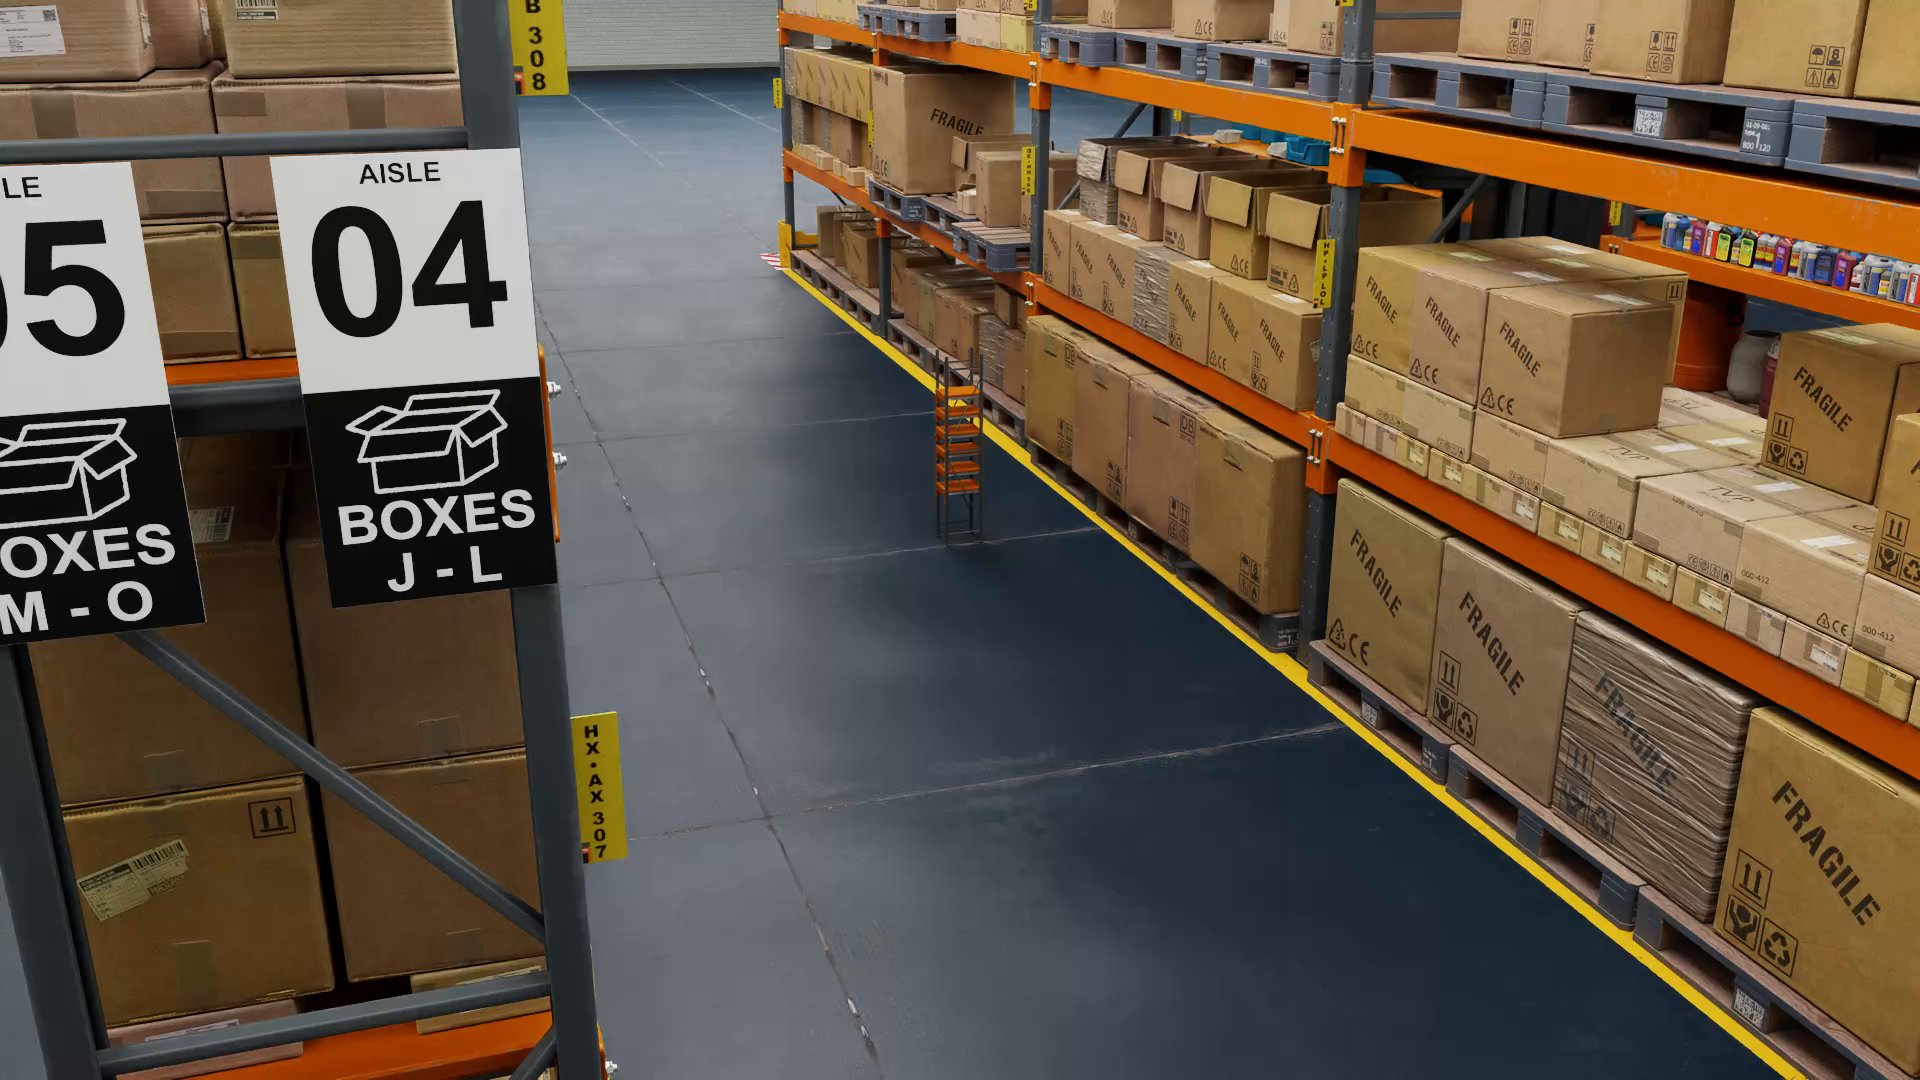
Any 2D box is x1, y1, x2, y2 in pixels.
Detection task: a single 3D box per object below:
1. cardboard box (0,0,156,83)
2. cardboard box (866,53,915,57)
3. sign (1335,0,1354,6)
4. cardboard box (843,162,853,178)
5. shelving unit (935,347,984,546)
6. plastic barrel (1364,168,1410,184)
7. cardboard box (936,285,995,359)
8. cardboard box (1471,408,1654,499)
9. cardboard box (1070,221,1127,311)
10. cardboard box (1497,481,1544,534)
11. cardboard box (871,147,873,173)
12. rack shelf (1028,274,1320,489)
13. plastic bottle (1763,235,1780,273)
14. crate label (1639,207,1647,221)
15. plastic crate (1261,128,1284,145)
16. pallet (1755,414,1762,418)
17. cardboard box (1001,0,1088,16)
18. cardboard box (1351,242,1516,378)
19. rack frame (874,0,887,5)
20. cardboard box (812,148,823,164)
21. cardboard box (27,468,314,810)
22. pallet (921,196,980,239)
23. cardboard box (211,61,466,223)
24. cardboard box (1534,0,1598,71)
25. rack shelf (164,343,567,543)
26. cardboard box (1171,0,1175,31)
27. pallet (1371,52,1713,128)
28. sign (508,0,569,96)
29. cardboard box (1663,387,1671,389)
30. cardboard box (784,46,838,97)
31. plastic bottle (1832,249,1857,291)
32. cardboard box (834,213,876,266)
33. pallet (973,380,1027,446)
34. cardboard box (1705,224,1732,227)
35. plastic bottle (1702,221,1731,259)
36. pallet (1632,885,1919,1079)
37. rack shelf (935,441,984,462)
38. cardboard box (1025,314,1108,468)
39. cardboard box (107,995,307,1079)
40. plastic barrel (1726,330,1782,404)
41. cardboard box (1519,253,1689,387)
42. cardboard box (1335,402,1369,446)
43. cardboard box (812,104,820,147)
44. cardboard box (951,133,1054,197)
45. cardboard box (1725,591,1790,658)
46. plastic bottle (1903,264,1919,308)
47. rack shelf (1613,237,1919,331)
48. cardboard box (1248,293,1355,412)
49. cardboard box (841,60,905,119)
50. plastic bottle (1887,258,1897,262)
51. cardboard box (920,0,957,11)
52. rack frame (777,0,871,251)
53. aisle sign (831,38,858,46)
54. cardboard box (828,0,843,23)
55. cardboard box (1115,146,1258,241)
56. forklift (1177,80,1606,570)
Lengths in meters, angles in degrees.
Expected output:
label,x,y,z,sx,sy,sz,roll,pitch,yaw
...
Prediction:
label,x,y,z,sx,sy,sz,roll,pitch,yaw
cardboard box,-1.622,-0.877,2.877,0.380,0.149,0.250,-7,21,-18
cardboard box,-0.653,-4.693,16.977,0.500,0.500,0.500,-6,21,-17
sign,1.732,-2.559,7.435,0.100,0.325,0.005,-6,21,-17
cardboard box,-0.963,-3.709,16.678,0.380,0.149,0.250,-6,21,-17
shelving unit,-0.005,-0.569,10.227,0.258,1.200,0.189,-6,21,-17
plastic barrel,4.266,-3.989,16.344,0.600,0.901,0.708,-6,21,-17
cardboard box,0.211,-1.880,14.261,0.700,0.500,0.500,-8,21,-22
cardboard box,2.463,-0.381,6.822,0.500,0.250,0.500,-6,21,-16
cardboard box,1.046,-1.797,10.833,0.500,0.500,0.500,-7,21,-19
cardboard box,2.429,-0.152,6.773,0.380,0.149,0.250,-6,21,-17
cardboard box,-0.353,-3.721,15.752,0.875,0.500,0.500,-6,21,-17
rack shelf,1.616,-1.119,10.160,1.077,0.370,4.000,-6,21,-17
plastic bottle,5.819,-2.056,11.892,0.097,0.271,0.097,0,20,0
crate label,5.633,-2.990,14.252,0.502,0.435,0.616,-6,21,-17
plastic crate,3.815,-4.785,19.522,0.499,0.251,0.408,-6,21,-17
pallet,6.356,-0.674,11.981,1.003,0.211,1.213,-6,21,-17
cardboard box,0.600,-3.920,11.569,0.500,0.500,0.500,-6,21,-16
cardboard box,2.152,-1.058,7.596,0.500,0.500,0.500,-6,21,-17
rack frame,-0.270,-6.207,14.385,1.000,3.000,0.127,-6,21,-17
cardboard box,-1.369,-4.109,17.790,0.380,0.149,0.250,-6,21,-17
cardboard box,-1.619,0.184,3.400,0.500,0.500,0.500,-7,21,-18
pallet,0.326,-2.640,13.614,1.003,0.211,1.213,-6,21,-17
cardboard box,-1.133,-0.786,3.213,0.500,0.250,0.500,-6,21,-16
cardboard box,2.712,-2.102,6.476,0.700,0.500,0.500,-5,20,-14
rack shelf,-1.867,-0.753,4.702,1.077,0.370,4.000,-6,21,-17
cardboard box,1.602,-3.300,9.961,0.500,0.500,0.500,-5,20,-14
pallet,2.491,-1.922,7.025,1.003,0.211,1.213,-6,21,-17
sign,-0.724,-0.919,2.807,0.100,0.325,0.005,-6,21,-17
cardboard box,2.797,-0.606,7.448,0.500,0.250,0.500,-6,21,-16
cardboard box,-1.613,-5.119,18.164,0.500,0.500,0.500,-6,21,-17
plastic bottle,6.011,-1.846,11.290,0.061,0.283,0.133,-6,21,-17
cardboard box,-1.127,-3.298,18.237,0.500,0.500,0.500,-1,20,-3
pallet,0.743,-1.038,12.995,1.003,0.211,1.213,-6,21,-17
cardboard box,8.782,-3.464,19.069,0.500,0.250,0.500,-6,21,-17
plastic bottle,5.664,-2.246,12.416,0.152,0.276,0.135,-6,21,-17
pallet,3.176,1.532,5.840,1.003,0.211,1.213,-6,21,-17
rack shelf,-0.005,-0.528,10.242,0.258,0.103,0.180,-6,21,-17
cardboard box,1.184,-1.074,11.491,1.225,0.875,0.875,-7,21,-20
cardboard box,-1.610,1.006,3.551,0.380,0.149,0.250,-6,21,-17
plastic barrel,6.121,-1.326,12.730,0.421,0.512,0.421,0,20,0
cardboard box,2.796,-0.958,7.319,0.500,0.500,0.500,-6,21,-17
cardboard box,2.021,-0.568,7.931,0.380,0.149,0.250,-6,21,-17
cardboard box,-1.110,-4.527,17.995,0.875,0.500,0.500,-6,21,-17
cardboard box,0.362,-3.083,13.789,0.797,0.503,0.637,-4,20,-12
cardboard box,2.838,0.262,5.622,0.380,0.149,0.250,-6,21,-16
plastic bottle,6.242,-1.655,10.771,0.152,0.276,0.135,-6,21,-17
rack shelf,6.318,-1.646,11.625,1.077,0.370,4.000,-6,21,-17
cardboard box,1.838,-0.984,8.572,0.500,0.500,0.500,-6,21,-17
cardboard box,-0.831,-4.317,15.930,0.500,0.500,0.500,-6,21,-17
plastic bottle,6.239,-1.790,11.153,0.097,0.271,0.097,0,20,0
cardboard box,0.080,-4.578,13.513,0.797,0.503,0.637,-6,20,-15
rack frame,-1.527,-4.667,18.973,1.000,3.000,0.127,-6,21,-17
aisle sign,-1.262,-5.942,18.677,0.394,0.787,0.004,-6,21,-17
cardboard box,-0.981,-5.175,16.171,0.500,0.250,0.500,-7,21,-18
cardboard box,1.404,-2.173,10.398,0.797,0.503,0.637,-6,21,-16
forklift,2.688,-1.195,9.408,3.031,2.935,1.130,-3,20,-7
